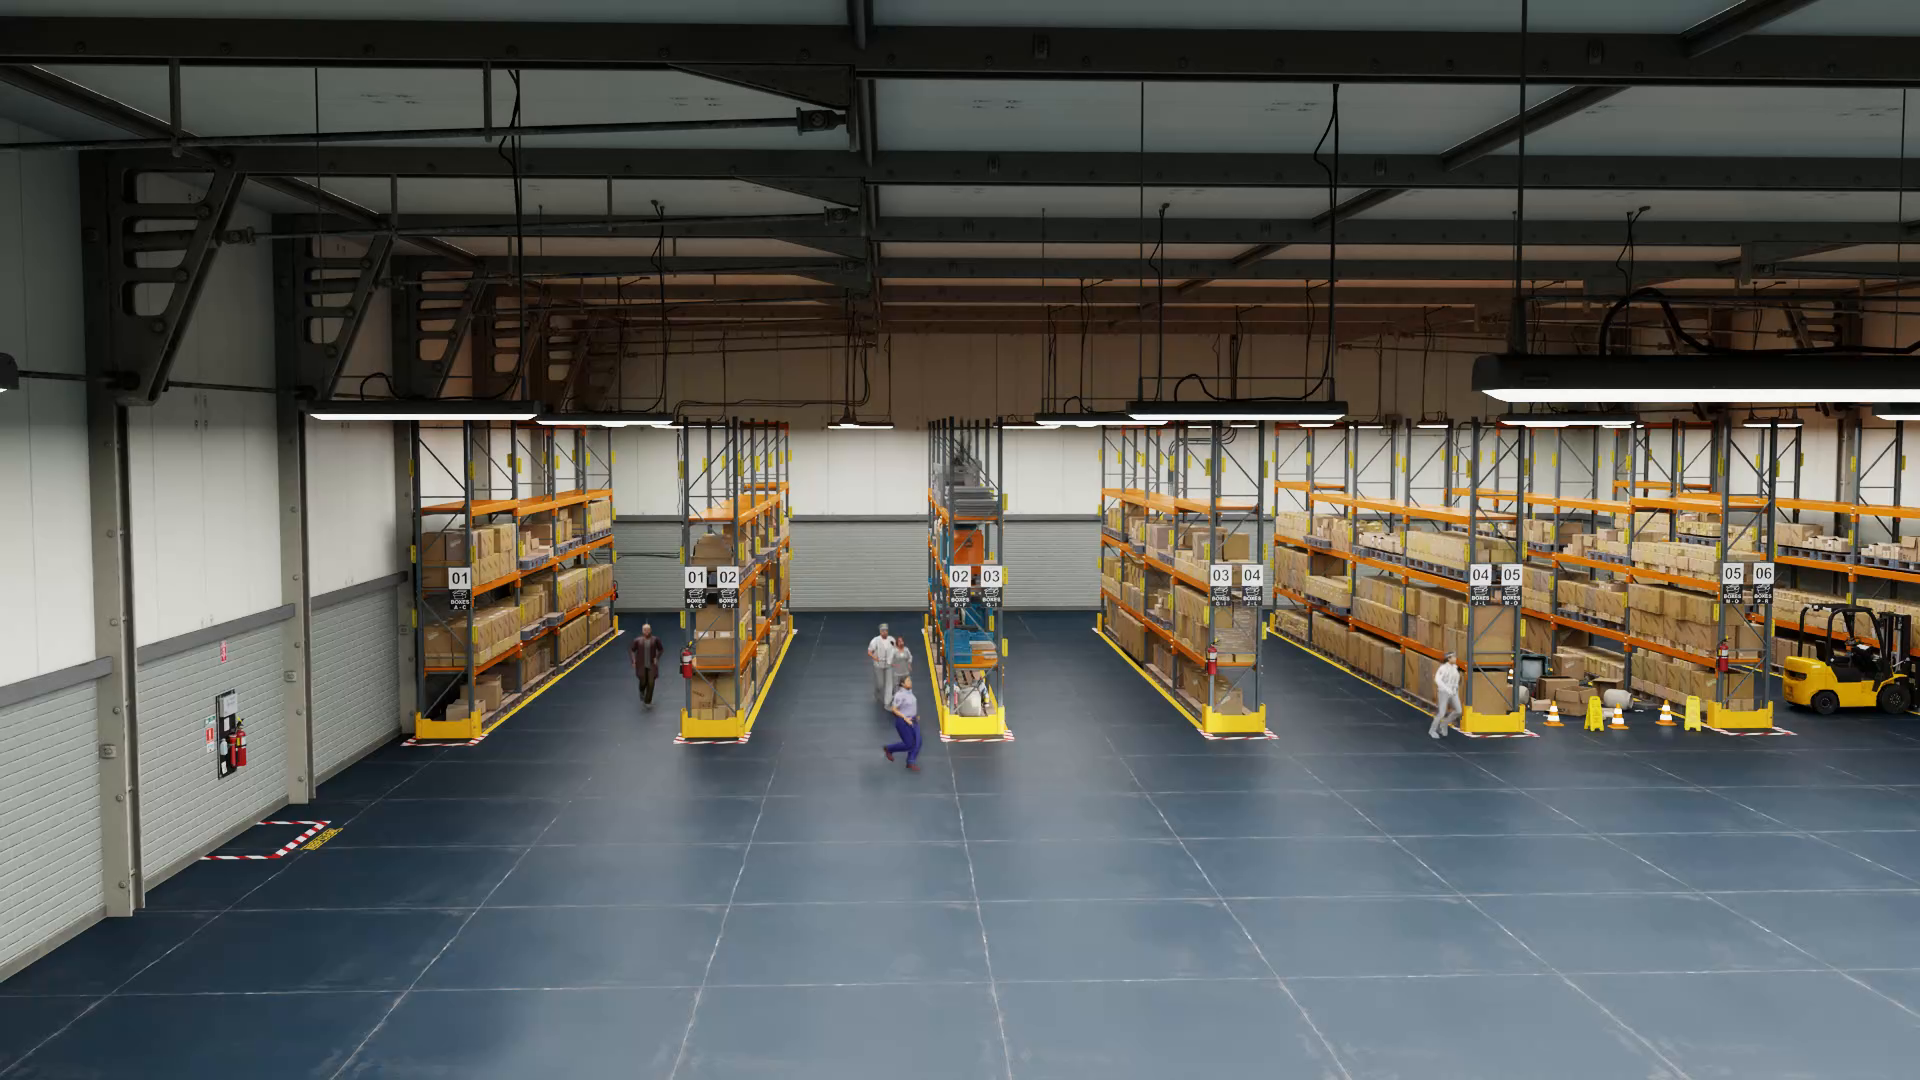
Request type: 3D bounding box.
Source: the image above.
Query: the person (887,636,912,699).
[{"bbox_3d":[-1.199,2.724,33.500,0.538,1.592,0.877,-1,4,-13],"label":"person"}]

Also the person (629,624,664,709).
[{"bbox_3d":[-6.498,2.614,34.510,0.709,1.737,0.640,-1,4,-14],"label":"person"}]

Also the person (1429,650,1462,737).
[{"bbox_3d":[9.170,2.868,31.136,0.677,1.639,0.573,-2,4,-29],"label":"person"}]

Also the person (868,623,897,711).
[{"bbox_3d":[-1.581,2.605,34.444,0.662,1.785,0.911,-1,4,-14],"label":"person"}]

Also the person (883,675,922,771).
[{"bbox_3d":[-0.951,3.102,28.178,0.662,1.608,0.614,2,4,24],"label":"person"}]
